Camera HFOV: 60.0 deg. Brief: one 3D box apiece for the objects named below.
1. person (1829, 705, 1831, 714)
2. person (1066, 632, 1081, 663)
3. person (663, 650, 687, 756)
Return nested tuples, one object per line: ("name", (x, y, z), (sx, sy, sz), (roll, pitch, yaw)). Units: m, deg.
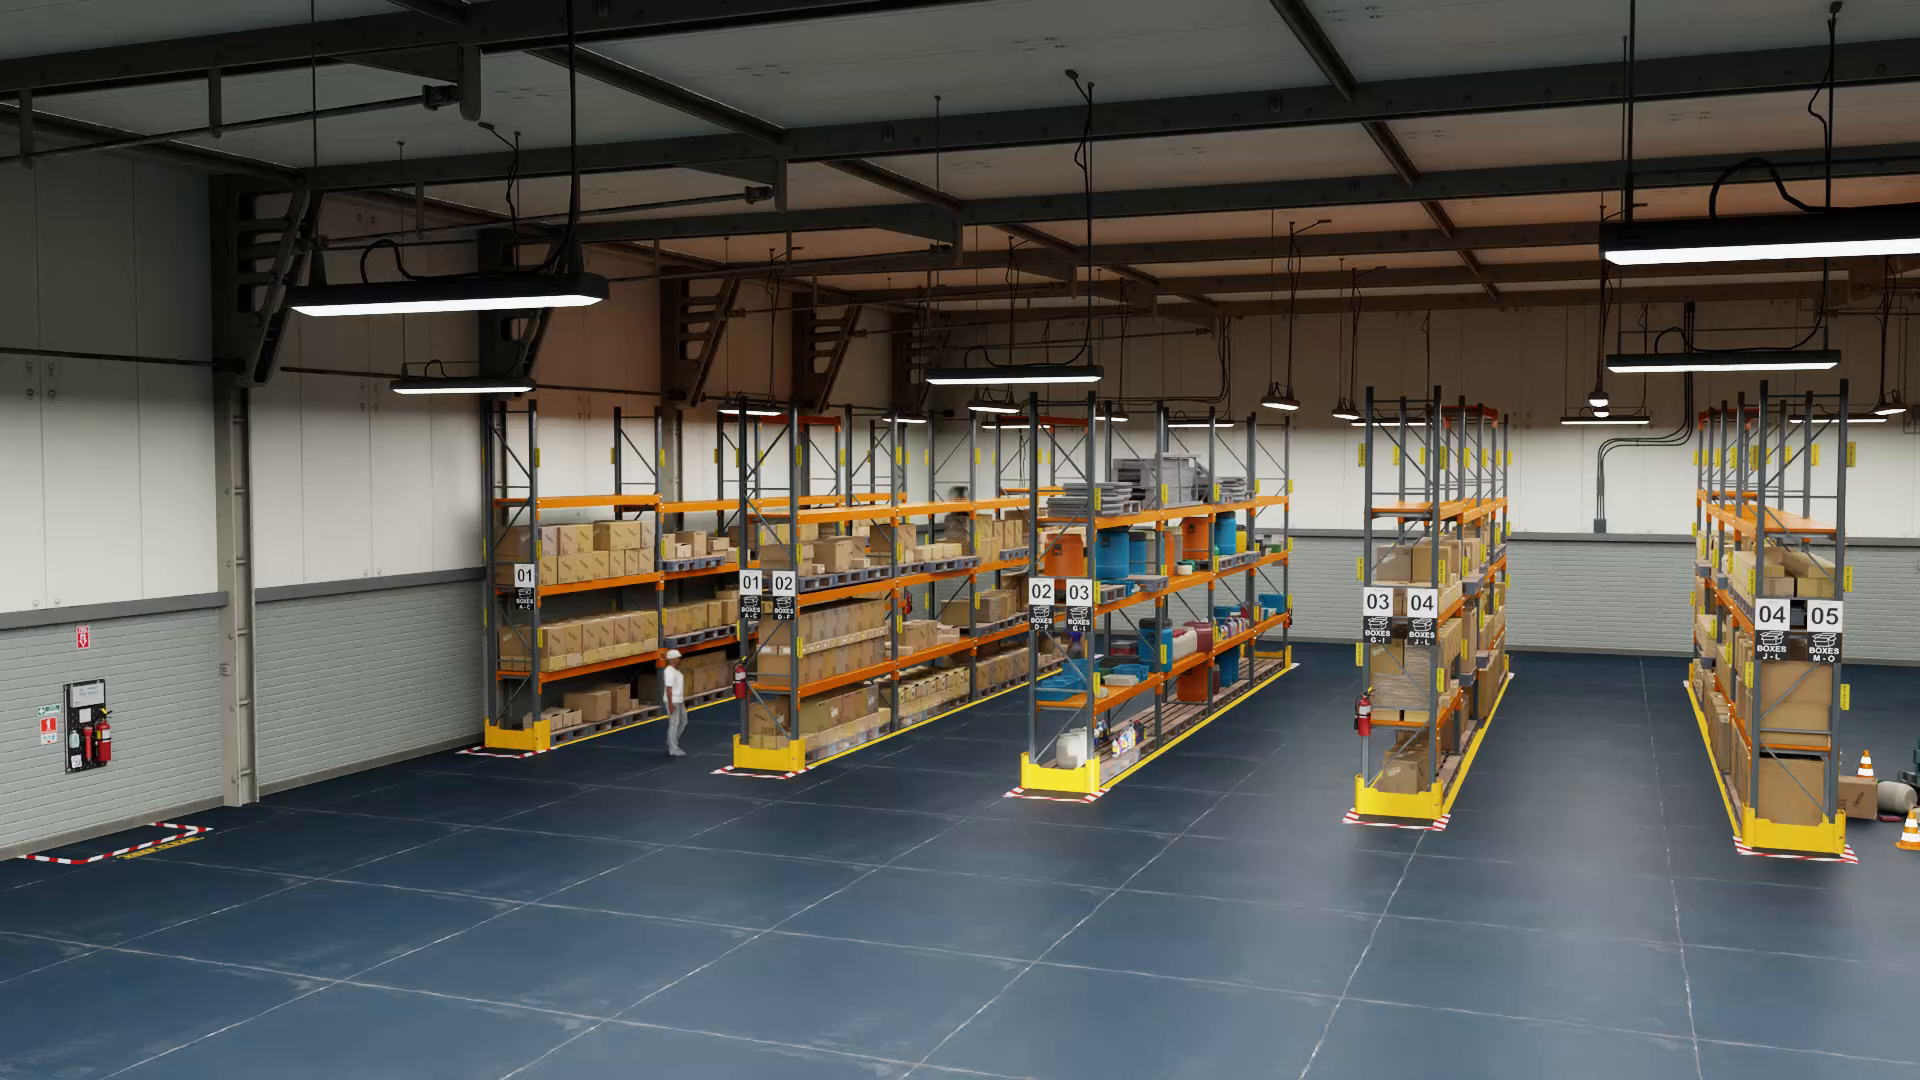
("person", (16.813, 2.560, 32.650), (0.574, 1.643, 0.991), (-1, 3, -11))
("person", (2.429, 2.401, 35.866), (0.356, 1.673, 0.527), (2, 3, 28))
("person", (-4.813, 2.751, 28.114), (0.416, 1.797, 0.663), (0, 3, 5))
